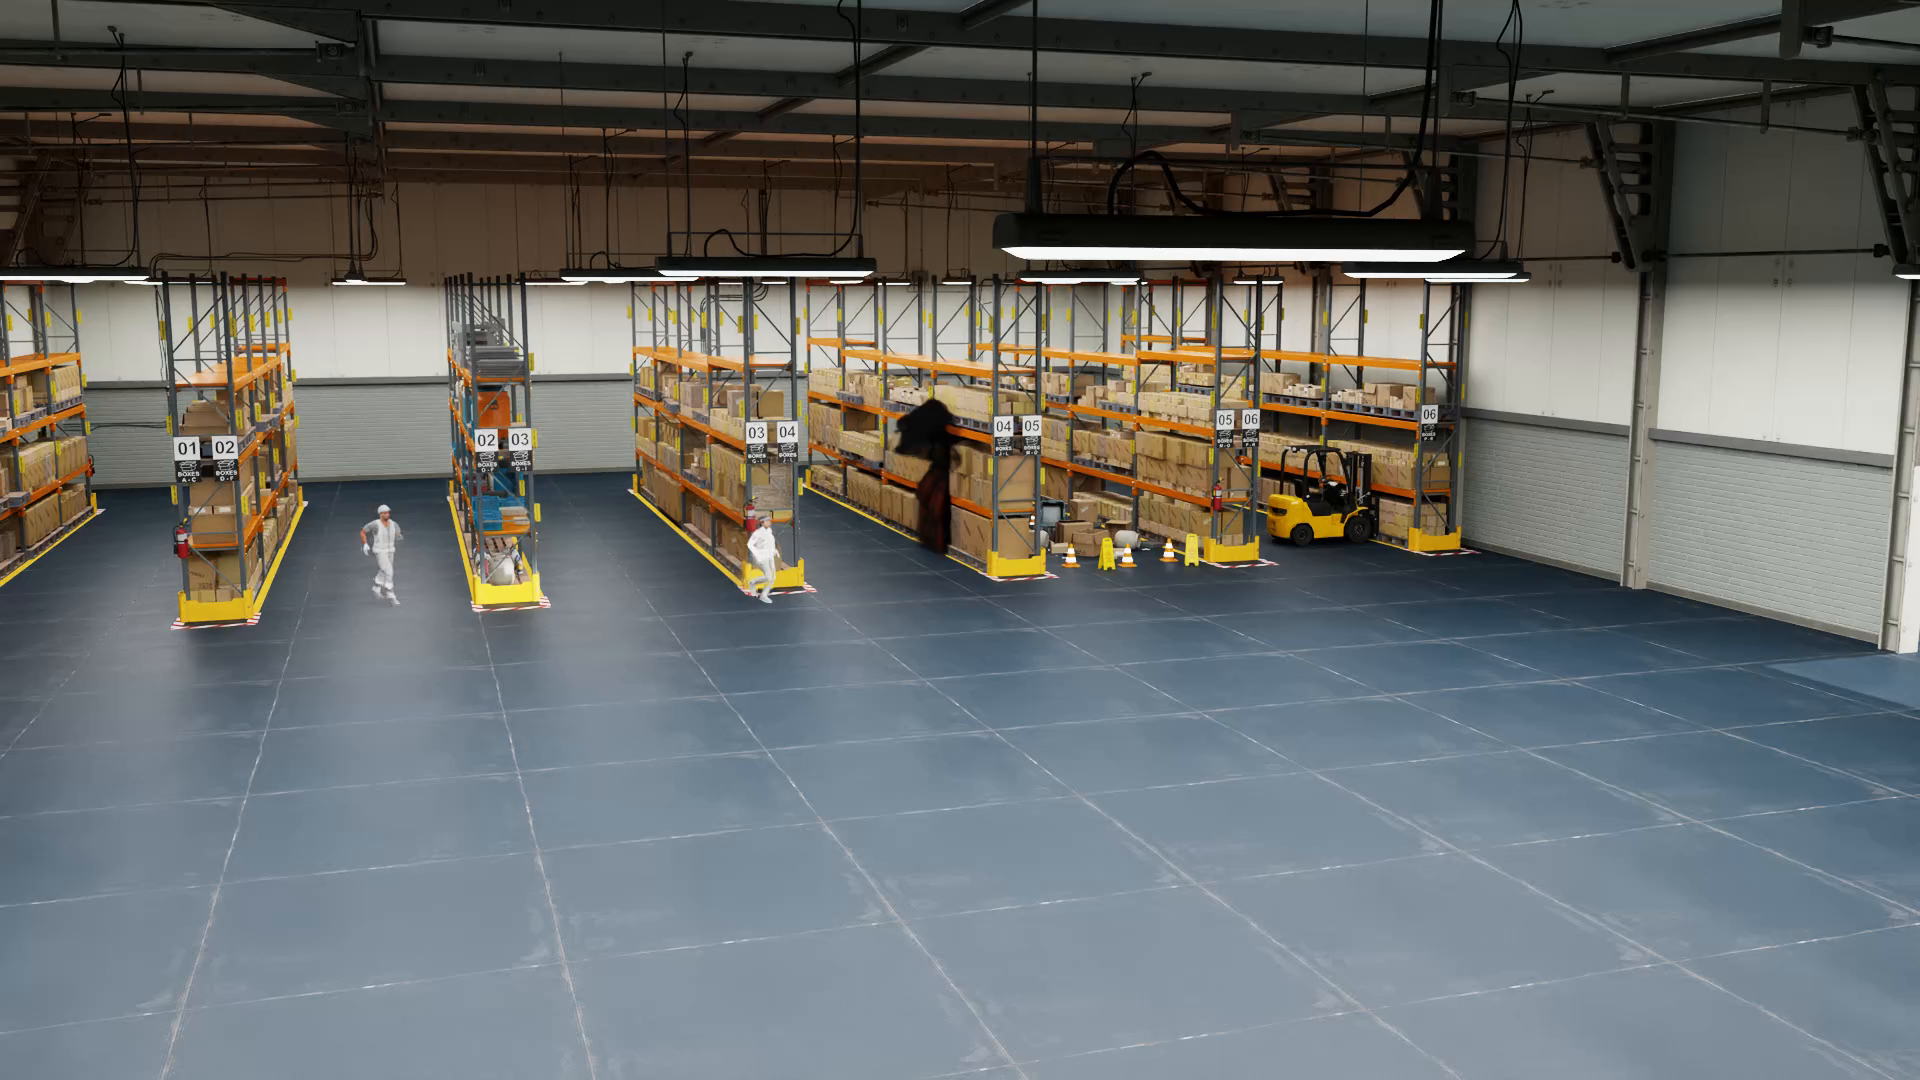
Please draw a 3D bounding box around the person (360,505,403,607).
[{"bbox_3d":[-10.495,0.268,30.290,0.890,1.836,0.650,5,10,30],"label":"person"}]

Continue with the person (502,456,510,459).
[{"bbox_3d":[-12.727,-2.112,46.599,0.668,1.677,0.702,0,9,1],"label":"person"}]

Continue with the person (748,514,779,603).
[{"bbox_3d":[-3.609,0.325,30.573,0.563,1.653,0.627,5,10,31],"label":"person"}]
